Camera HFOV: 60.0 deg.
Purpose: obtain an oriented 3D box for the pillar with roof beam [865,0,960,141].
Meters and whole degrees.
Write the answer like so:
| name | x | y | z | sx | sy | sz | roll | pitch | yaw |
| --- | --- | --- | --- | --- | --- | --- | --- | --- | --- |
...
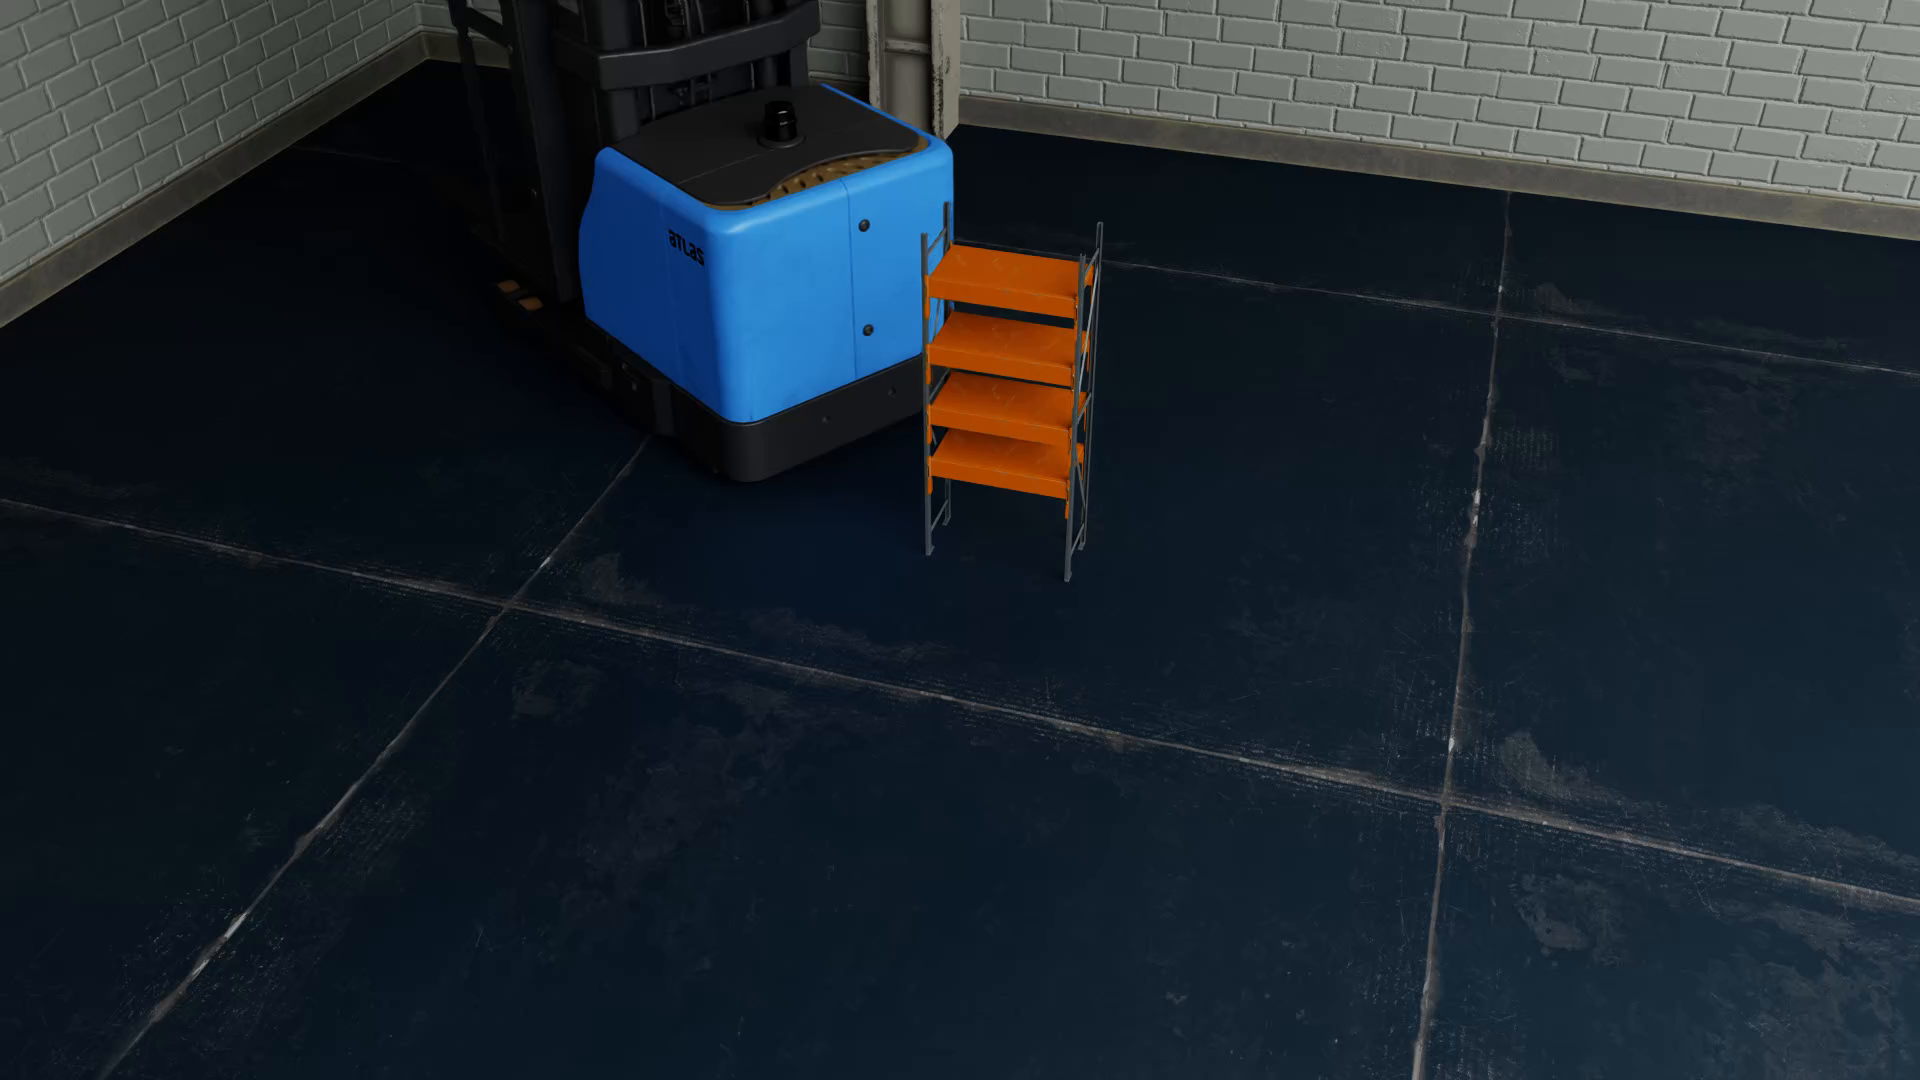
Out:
| name | x | y | z | sx | sy | sz | roll | pitch | yaw |
| --- | --- | --- | --- | --- | --- | --- | --- | --- | --- |
| pillar with roof beam | -1.517 | -3.339 | 2.695 | 0.400 | 9.000 | 9.100 | 10 | 38 | 14 |

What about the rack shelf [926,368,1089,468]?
| name | x | y | z | sx | sy | sz | roll | pitch | yaw |
| --- | --- | --- | --- | --- | --- | --- | --- | --- | --- |
| rack shelf | 0.158 | -0.400 | 5.394 | 0.480 | 0.148 | 0.258 | 10 | 38 | 14 |

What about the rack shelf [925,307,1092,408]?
| name | x | y | z | sx | sy | sz | roll | pitch | yaw |
| --- | --- | --- | --- | --- | --- | --- | --- | --- | --- |
| rack shelf | 0.158 | -0.580 | 5.262 | 0.480 | 0.148 | 0.258 | 10 | 38 | 14 |

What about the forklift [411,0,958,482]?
| name | x | y | z | sx | sy | sz | roll | pitch | yaw |
| --- | --- | --- | --- | --- | --- | --- | --- | --- | --- |
| forklift | -1.335 | -2.190 | 6.253 | 1.130 | 2.935 | 3.031 | -26 | 44 | -31 |

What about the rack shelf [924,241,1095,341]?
| name | x | y | z | sx | sy | sz | roll | pitch | yaw |
| --- | --- | --- | --- | --- | --- | --- | --- | --- | --- |
| rack shelf | 0.158 | -0.770 | 5.122 | 0.480 | 0.148 | 0.258 | 10 | 38 | 14 |

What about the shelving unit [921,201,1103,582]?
| name | x | y | z | sx | sy | sz | roll | pitch | yaw |
| --- | --- | --- | --- | --- | --- | --- | --- | --- | --- |
| shelving unit | 0.158 | -0.454 | 5.355 | 0.503 | 1.200 | 0.258 | 10 | 38 | 14 |

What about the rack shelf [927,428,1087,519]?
| name | x | y | z | sx | sy | sz | roll | pitch | yaw |
| --- | --- | --- | --- | --- | --- | --- | --- | --- | --- |
| rack shelf | 0.158 | -0.240 | 5.512 | 0.480 | 0.148 | 0.258 | 10 | 38 | 14 |

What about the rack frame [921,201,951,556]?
| name | x | y | z | sx | sy | sz | roll | pitch | yaw |
| --- | --- | --- | --- | --- | --- | --- | --- | --- | --- |
| rack frame | -0.075 | -0.497 | 5.413 | 0.015 | 1.200 | 0.240 | 10 | 38 | 14 |

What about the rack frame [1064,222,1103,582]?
| name | x | y | z | sx | sy | sz | roll | pitch | yaw |
| --- | --- | --- | --- | --- | --- | --- | --- | --- | --- |
| rack frame | 0.391 | -0.411 | 5.296 | 0.015 | 1.200 | 0.240 | 10 | 38 | 14 |
